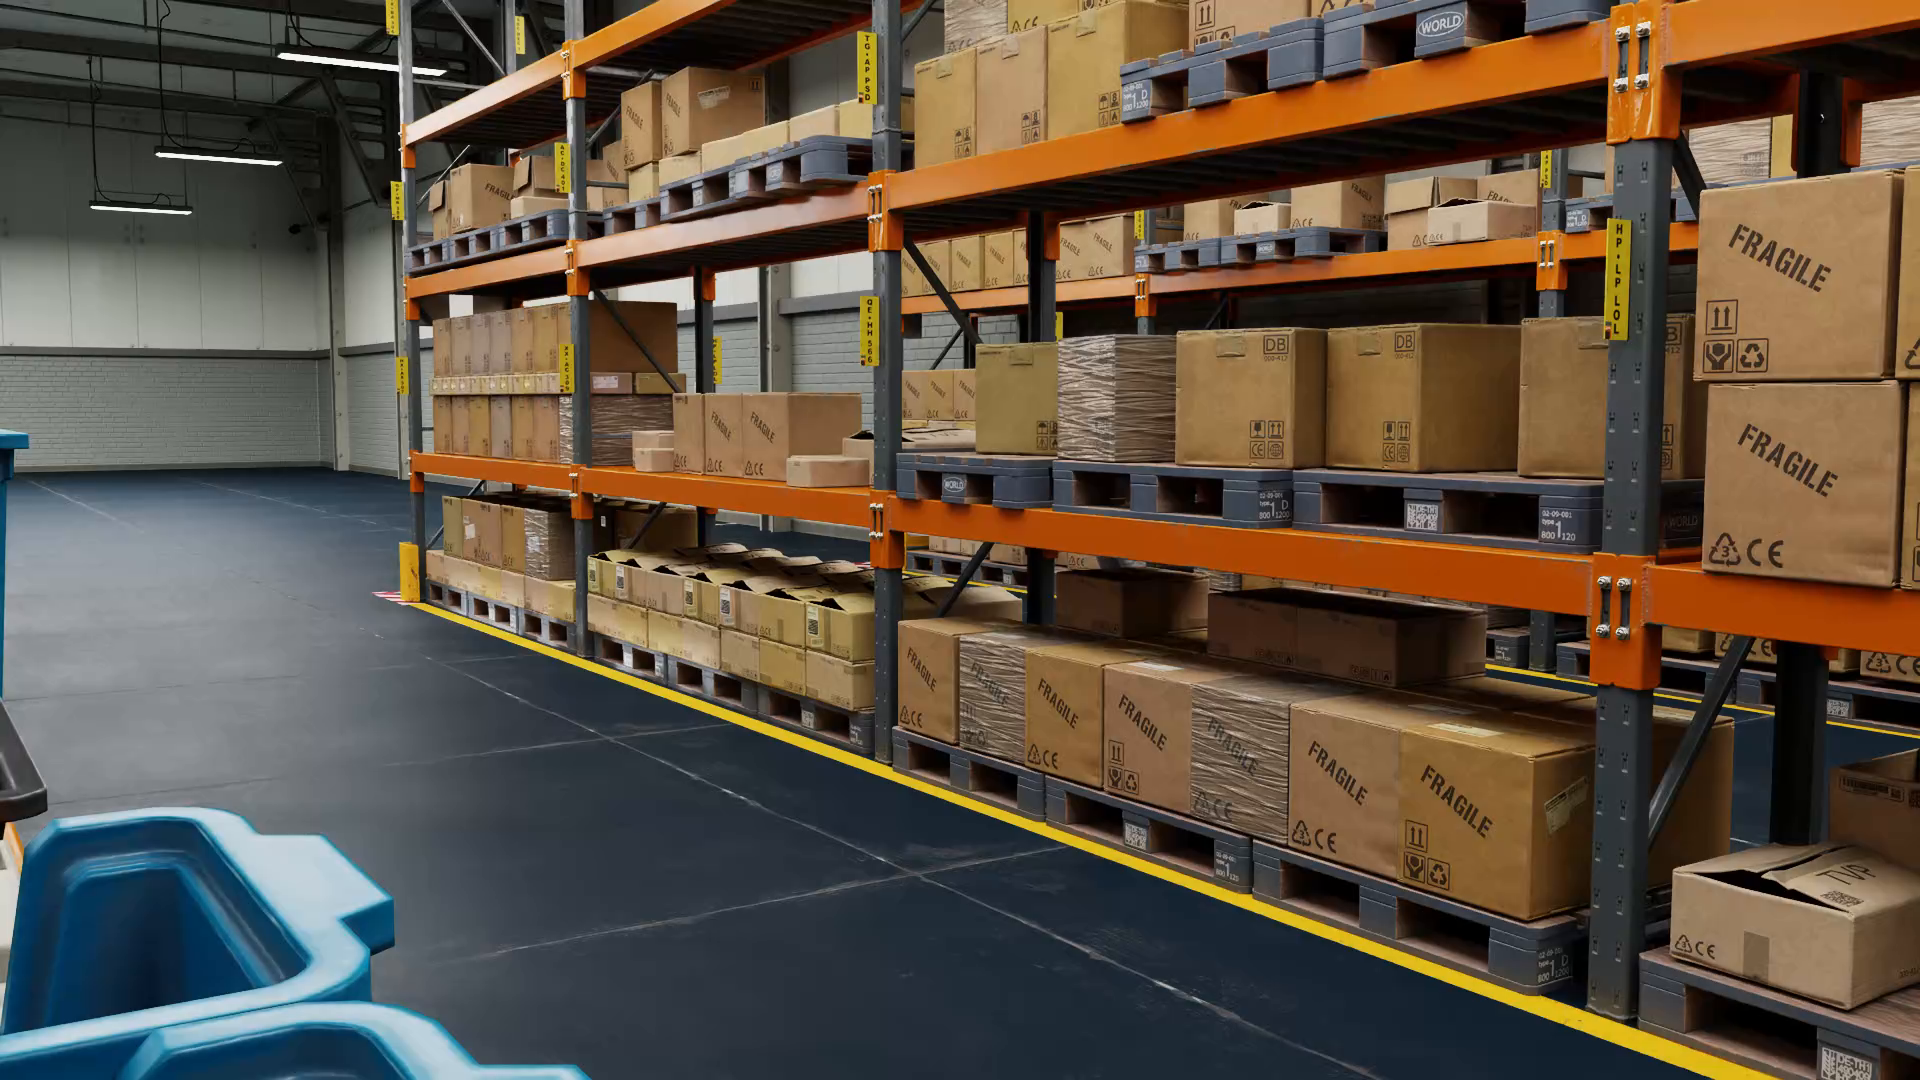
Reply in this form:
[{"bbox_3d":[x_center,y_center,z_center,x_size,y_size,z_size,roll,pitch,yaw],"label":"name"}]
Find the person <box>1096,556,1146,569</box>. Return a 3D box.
[{"bbox_3d":[1.186,-0.099,12.230,0.468,1.666,0.537,-3,6,-33],"label":"person"}]
